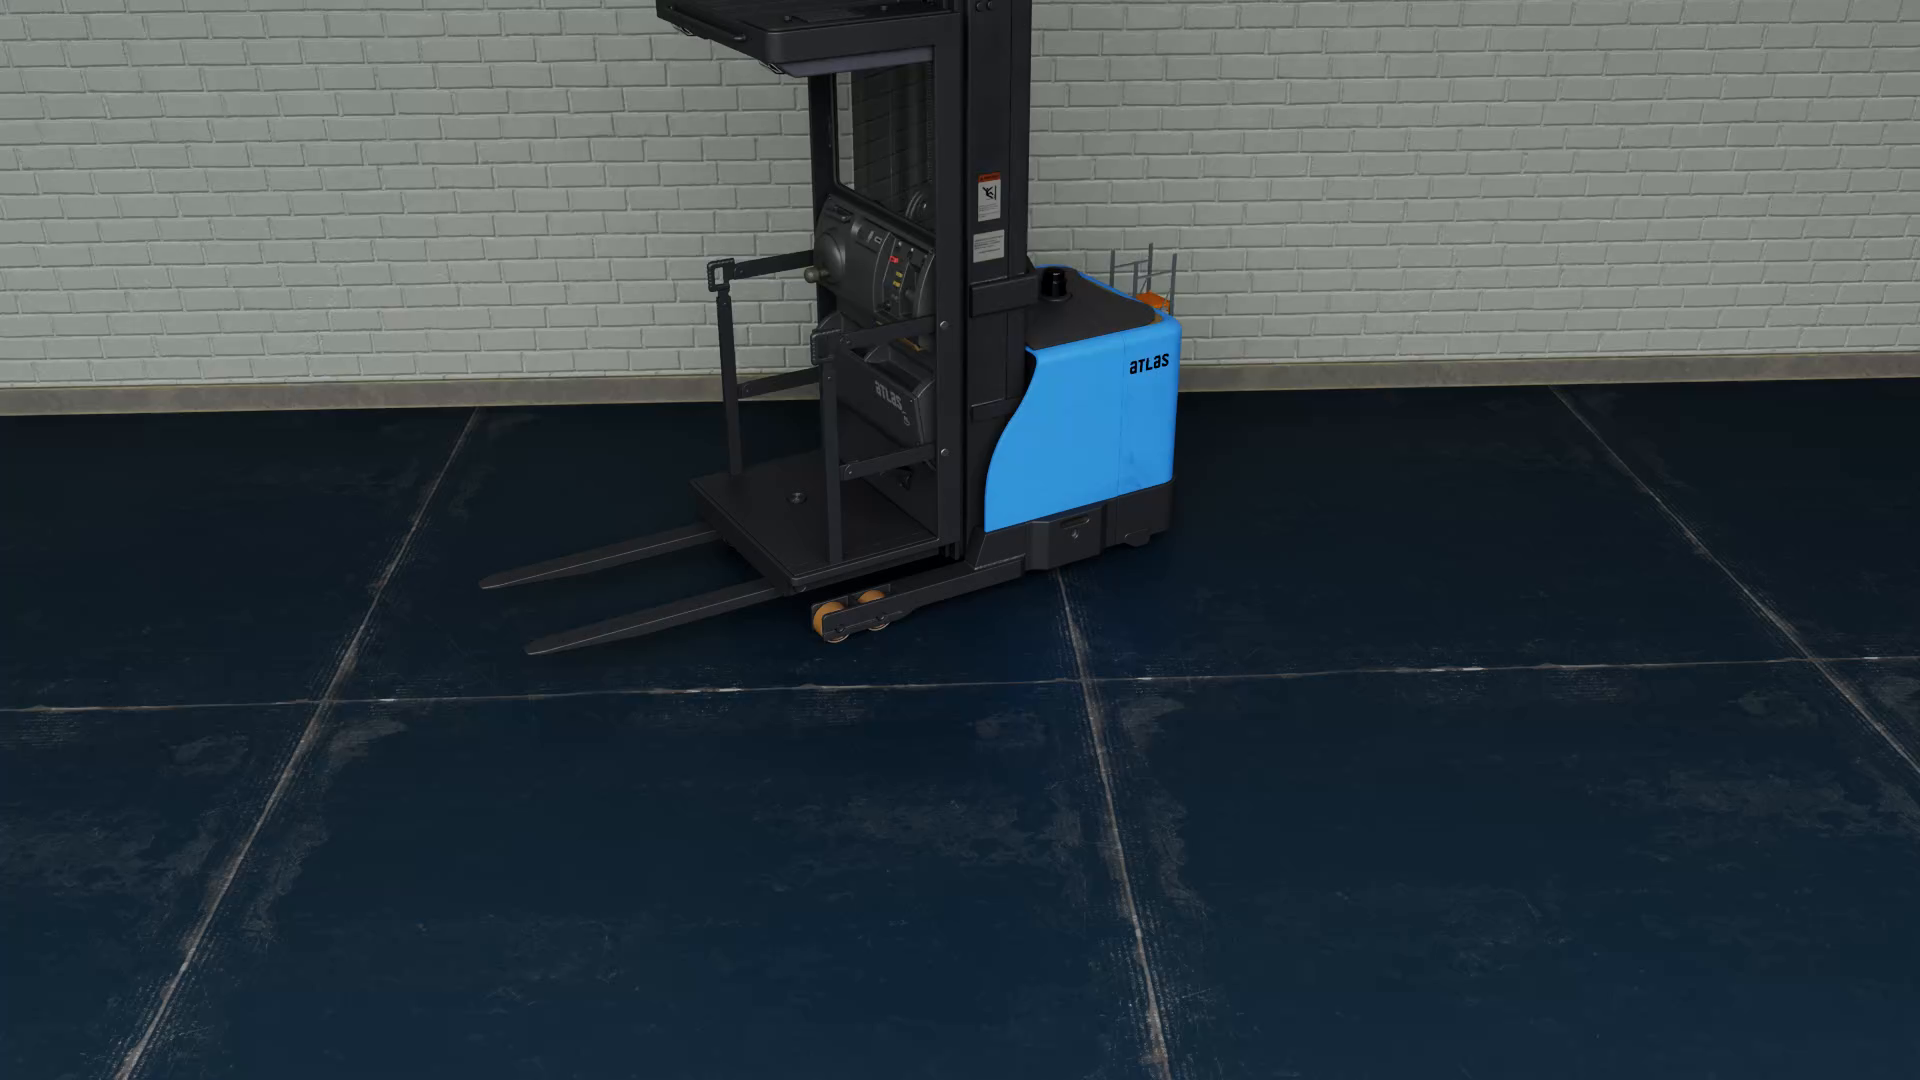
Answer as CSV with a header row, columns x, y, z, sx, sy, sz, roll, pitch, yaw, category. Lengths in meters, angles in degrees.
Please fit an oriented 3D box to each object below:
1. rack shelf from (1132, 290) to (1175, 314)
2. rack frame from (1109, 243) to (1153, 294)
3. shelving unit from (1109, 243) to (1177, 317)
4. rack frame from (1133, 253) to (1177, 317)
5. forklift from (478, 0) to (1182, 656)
x,y,z,sx,sy,sz,roll,pitch,yaw,category
0.854,-1.084,7.849,0.258,0.103,0.180,-15,31,-27,rack shelf
0.807,-0.841,8.065,0.240,1.200,0.006,-15,31,-27,rack frame
0.854,-0.805,7.995,0.258,1.200,0.189,-15,31,-27,shelving unit
0.901,-0.768,7.926,0.240,1.200,0.006,-15,31,-27,rack frame
-0.539,-1.151,6.787,3.031,2.935,1.130,-15,31,-27,forklift
